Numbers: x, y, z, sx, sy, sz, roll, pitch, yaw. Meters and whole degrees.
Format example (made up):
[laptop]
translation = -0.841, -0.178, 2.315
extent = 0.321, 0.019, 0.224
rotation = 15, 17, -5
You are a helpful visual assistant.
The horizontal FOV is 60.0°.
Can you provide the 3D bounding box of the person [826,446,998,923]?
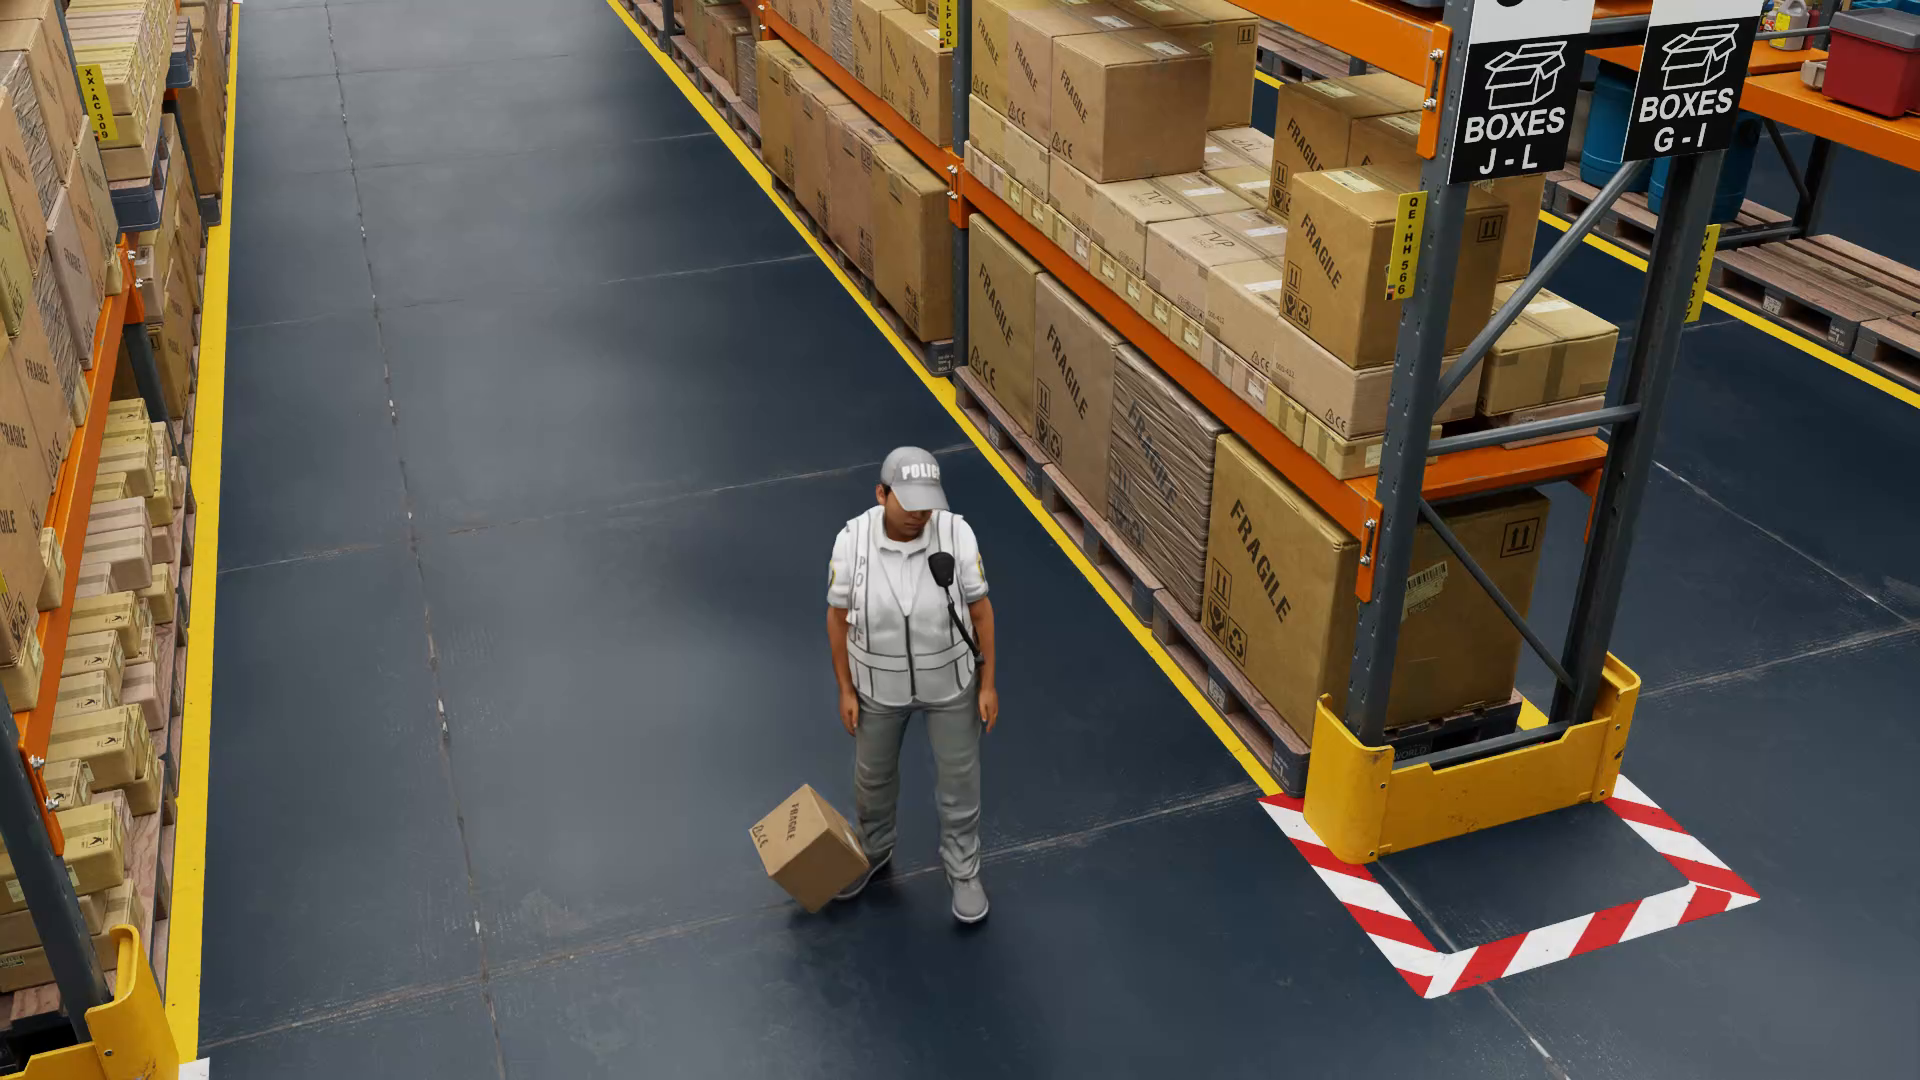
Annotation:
[person]
translation = -0.168, 0.467, 5.274
extent = 0.578, 1.673, 0.445
rotation = 0, 30, 0
